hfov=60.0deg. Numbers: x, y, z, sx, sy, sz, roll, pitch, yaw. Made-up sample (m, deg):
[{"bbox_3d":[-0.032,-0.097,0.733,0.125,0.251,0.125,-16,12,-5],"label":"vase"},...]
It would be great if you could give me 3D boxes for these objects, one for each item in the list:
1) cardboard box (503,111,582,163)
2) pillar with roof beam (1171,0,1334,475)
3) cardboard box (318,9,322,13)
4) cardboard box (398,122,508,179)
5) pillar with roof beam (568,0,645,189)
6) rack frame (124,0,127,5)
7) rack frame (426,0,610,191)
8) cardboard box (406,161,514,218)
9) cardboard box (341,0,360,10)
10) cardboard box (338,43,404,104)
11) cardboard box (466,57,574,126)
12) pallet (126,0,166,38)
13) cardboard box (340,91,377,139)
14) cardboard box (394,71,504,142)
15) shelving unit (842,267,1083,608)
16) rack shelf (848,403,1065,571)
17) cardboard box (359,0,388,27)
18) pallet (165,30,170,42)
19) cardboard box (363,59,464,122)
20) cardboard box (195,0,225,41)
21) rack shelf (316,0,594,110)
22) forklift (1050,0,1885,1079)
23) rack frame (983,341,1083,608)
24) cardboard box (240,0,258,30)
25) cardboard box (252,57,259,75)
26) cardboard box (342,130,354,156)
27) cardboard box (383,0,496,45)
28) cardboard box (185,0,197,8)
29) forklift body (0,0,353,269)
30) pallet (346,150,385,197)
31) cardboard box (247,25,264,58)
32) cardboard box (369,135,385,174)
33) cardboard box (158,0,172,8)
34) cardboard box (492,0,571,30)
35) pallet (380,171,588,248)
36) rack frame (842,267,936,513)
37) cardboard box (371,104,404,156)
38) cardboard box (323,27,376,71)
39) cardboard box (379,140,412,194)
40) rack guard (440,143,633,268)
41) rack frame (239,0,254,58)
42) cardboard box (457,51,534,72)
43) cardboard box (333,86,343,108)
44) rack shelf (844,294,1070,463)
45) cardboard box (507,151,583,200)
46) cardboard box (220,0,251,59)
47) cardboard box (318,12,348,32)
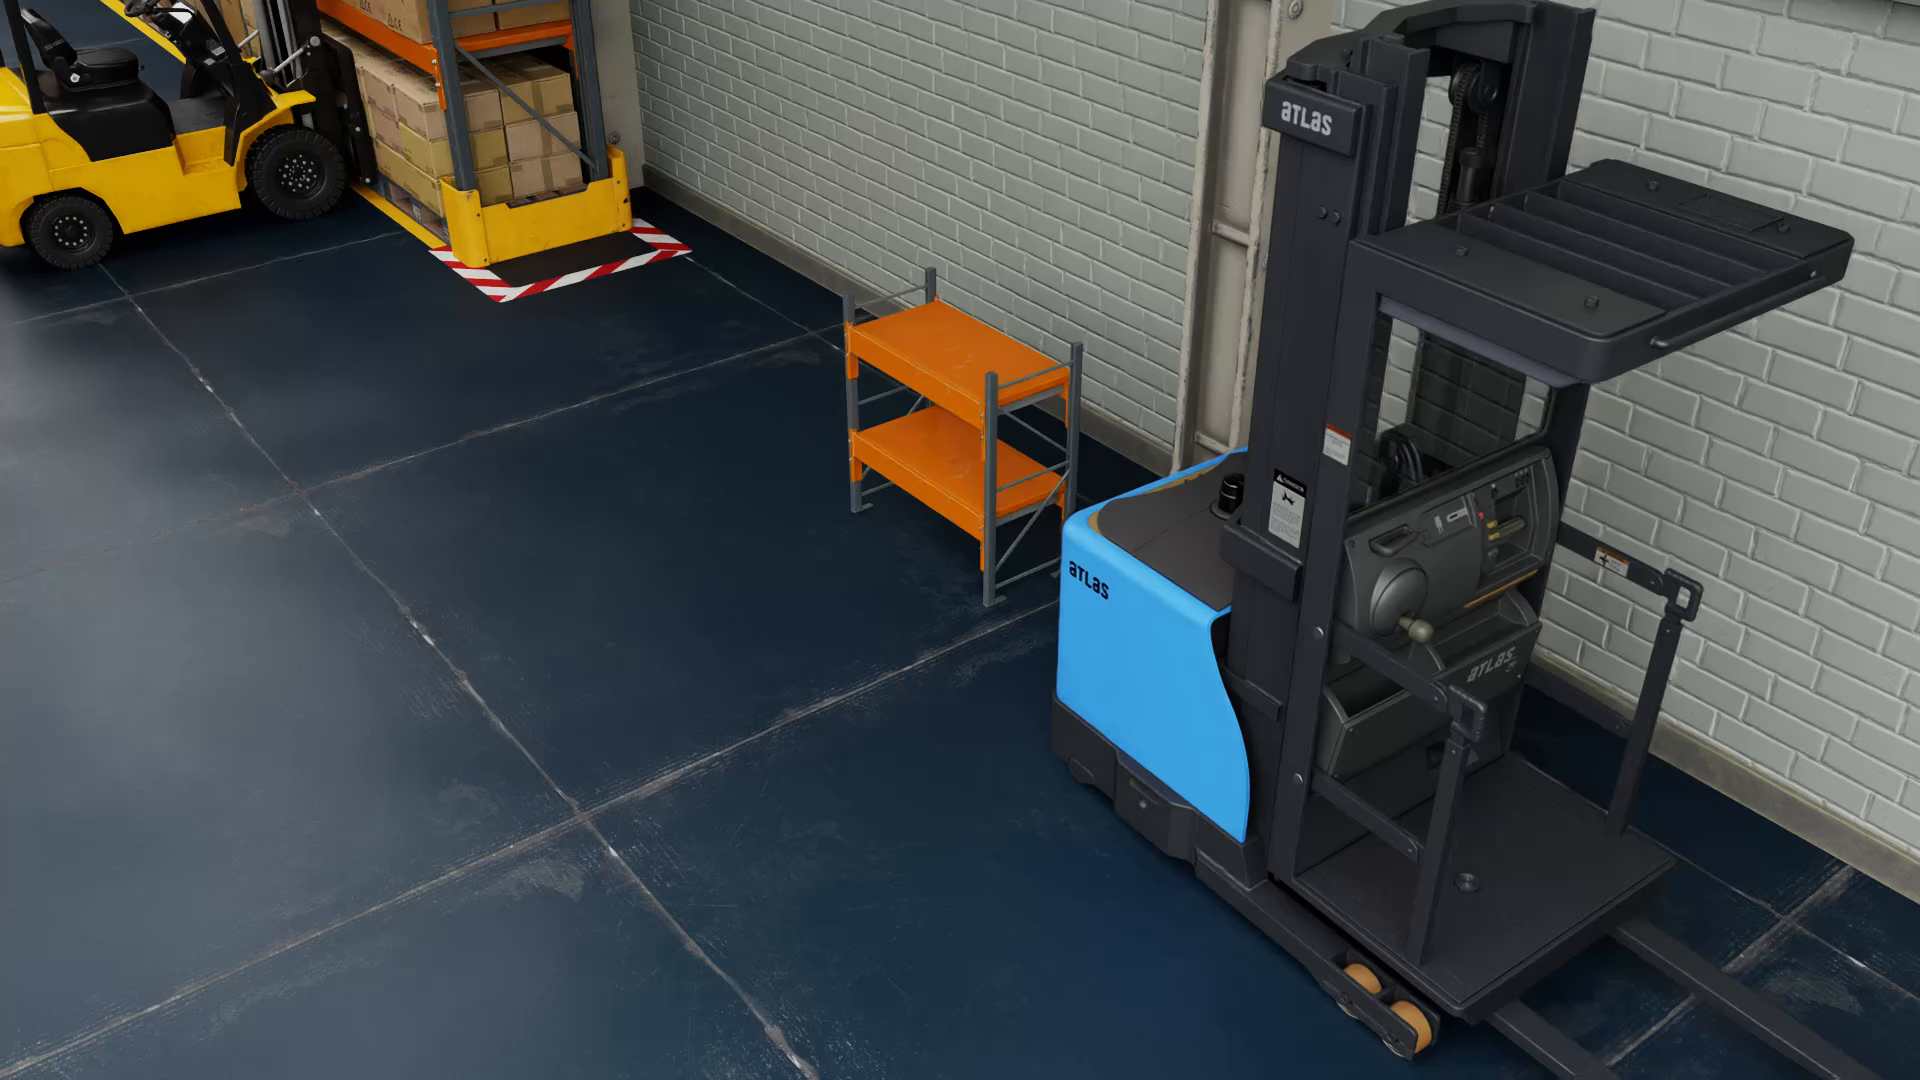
[{"bbox_3d":[-2.866,-2.738,11.050,0.500,0.250,0.500,-21,38,-31],"label":"cardboard box"},{"bbox_3d":[-2.178,-2.489,3.229,9.100,9.000,0.400,-22,38,-31],"label":"pillar with roof beam"},{"bbox_3d":[-4.840,-3.835,12.342,0.500,0.250,0.500,-22,38,-31],"label":"cardboard box"},{"bbox_3d":[-3.287,-2.577,10.790,0.500,0.250,0.500,-23,38,-32],"label":"cardboard box"},{"bbox_3d":[-5.857,-4.990,7.255,9.100,9.000,0.400,-22,38,-31],"label":"pillar with roof beam"},{"bbox_3d":[-7.647,-6.586,15.512,1.000,3.000,0.127,-22,38,-31],"label":"rack frame"},{"bbox_3d":[-2.742,-3.252,10.144,1.000,3.000,0.127,-22,38,-31],"label":"rack frame"},{"bbox_3d":[-3.279,-2.356,10.909,0.500,0.250,0.500,-22,38,-31],"label":"cardboard box"},{"bbox_3d":[-3.876,-3.848,11.007,0.500,0.500,0.500,-23,39,-32],"label":"cardboard box"},{"bbox_3d":[-3.905,-3.196,11.314,0.500,0.250,0.500,-22,38,-31],"label":"cardboard box"},{"bbox_3d":[-2.887,-2.949,10.916,0.500,0.250,0.500,-23,39,-32],"label":"cardboard box"},{"bbox_3d":[-7.173,-5.046,15.675,1.003,0.211,1.213,-22,38,-31],"label":"pallet"},{"bbox_3d":[-3.919,-2.998,11.468,0.500,0.250,0.500,-23,39,-32],"label":"cardboard box"},{"bbox_3d":[-3.270,-2.778,10.641,0.500,0.250,0.500,-21,37,-30],"label":"cardboard box"},{"bbox_3d":[-0.004,-0.481,7.458,0.538,1.125,1.048,-22,38,-31],"label":"shelving unit"},{"bbox_3d":[-0.004,-0.273,7.587,0.538,0.278,1.000,-22,38,-31],"label":"rack shelf"},{"bbox_3d":[-3.562,-3.634,10.664,0.500,0.500,0.500,-21,38,-30],"label":"cardboard box"},{"bbox_3d":[-6.429,-4.538,14.857,1.003,0.211,1.213,-22,38,-31],"label":"pallet"},{"bbox_3d":[-3.588,-2.989,10.981,0.500,0.250,0.500,-22,38,-31],"label":"cardboard box"},{"bbox_3d":[-5.993,-4.629,14.212,0.875,0.625,0.625,-23,38,-32],"label":"cardboard box"},{"bbox_3d":[-3.968,-3.780,11.675,1.077,0.370,4.000,-22,38,-31],"label":"rack shelf"},{"bbox_3d":[1.617,0.064,4.869,1.130,2.935,3.031,-21,38,-30],"label":"forklift"},{"bbox_3d":[0.308,-0.269,7.117,0.500,1.125,0.032,-22,38,-31],"label":"rack frame"},{"bbox_3d":[-5.146,-4.051,12.690,0.500,0.250,0.500,-23,39,-32],"label":"cardboard box"},{"bbox_3d":[-5.159,-3.621,12.945,0.500,0.250,0.500,-22,38,-31],"label":"cardboard box"},{"bbox_3d":[-4.213,-2.987,11.925,0.500,0.250,0.500,-21,38,-30],"label":"cardboard box"},{"bbox_3d":[-3.251,-3.415,10.311,0.500,0.500,0.500,-23,39,-32],"label":"cardboard box"},{"bbox_3d":[-6.456,-4.941,14.716,0.875,0.625,0.625,-24,39,-33],"label":"cardboard box"},{"bbox_3d":[-5.345,-3.092,10.690,2.313,2.155,1.214,-22,38,-31],"label":"forklift body"},{"bbox_3d":[-3.988,-2.881,12.189,1.003,0.211,1.213,-22,38,-31],"label":"pallet"},{"bbox_3d":[-5.142,-3.841,12.825,0.500,0.250,0.500,-22,38,-32],"label":"cardboard box"},{"bbox_3d":[-3.876,-2.778,11.588,0.500,0.250,0.500,-22,38,-31],"label":"cardboard box"},{"bbox_3d":[-6.869,-5.222,15.167,0.875,0.625,0.625,-21,37,-30],"label":"cardboard box"},{"bbox_3d":[-2.826,-3.591,10.594,0.500,0.500,0.500,-21,37,-30],"label":"cardboard box"},{"bbox_3d":[-3.244,-2.373,11.371,1.003,0.211,1.213,-22,38,-31],"label":"pallet"},{"bbox_3d":[-0.316,-0.693,7.799,0.500,1.125,0.032,-22,38,-31],"label":"rack frame"},{"bbox_3d":[-3.586,-2.789,11.132,0.500,0.250,0.500,-23,38,-32],"label":"cardboard box"},{"bbox_3d":[-4.210,-3.410,11.658,0.500,0.250,0.500,-23,39,-32],"label":"cardboard box"},{"bbox_3d":[-3.577,-2.567,11.248,0.500,0.250,0.500,-22,38,-31],"label":"cardboard box"},{"bbox_3d":[-2.727,-2.180,10.787,1.175,0.500,0.348,-22,38,-31],"label":"rack guard"},{"bbox_3d":[-5.194,-4.919,12.828,1.000,3.000,0.127,-22,38,-31],"label":"rack frame"},{"bbox_3d":[-3.196,-3.156,11.249,0.500,0.250,0.500,-22,38,-31],"label":"cardboard box"},{"bbox_3d":[-4.223,-3.207,11.805,0.500,0.250,0.500,-22,38,-32],"label":"cardboard box"},{"bbox_3d":[-0.004,-0.729,7.303,0.538,0.278,1.000,-22,38,-31],"label":"rack shelf"},{"bbox_3d":[-2.888,-2.531,11.190,0.500,0.250,0.500,-22,38,-31],"label":"cardboard box"},{"bbox_3d":[-5.523,-4.303,13.688,0.875,0.625,0.625,-20,37,-29],"label":"cardboard box"},{"bbox_3d":[-4.526,-3.631,12.014,0.500,0.250,0.500,-21,37,-30],"label":"cardboard box"}]
